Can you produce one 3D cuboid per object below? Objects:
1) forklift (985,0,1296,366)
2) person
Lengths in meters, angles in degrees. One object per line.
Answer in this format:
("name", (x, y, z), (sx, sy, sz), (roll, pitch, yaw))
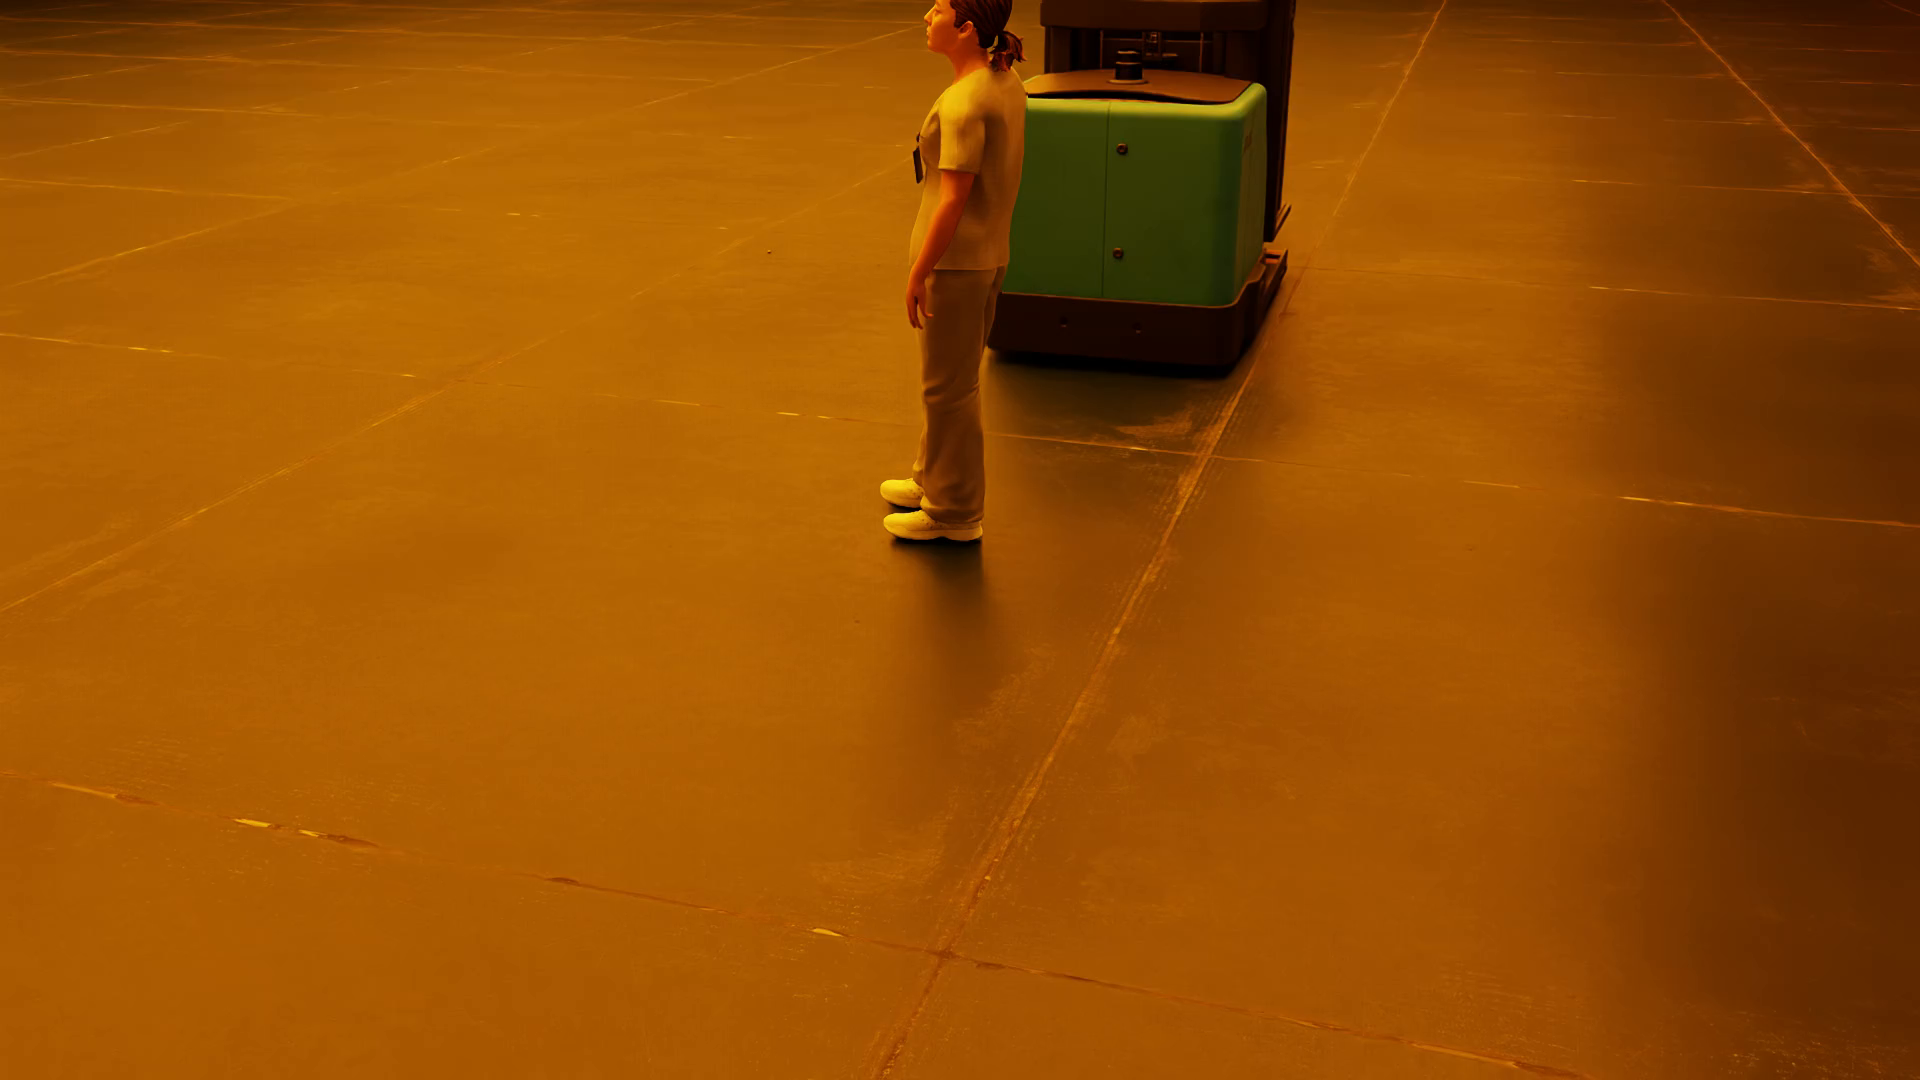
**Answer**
("forklift", (0.987, -2.579, 7.525), (1.130, 2.935, 3.031), (6, 23, 15))
("person", (-0.067, -0.795, 4.830), (0.548, 1.673, 0.549), (7, 23, 16))
